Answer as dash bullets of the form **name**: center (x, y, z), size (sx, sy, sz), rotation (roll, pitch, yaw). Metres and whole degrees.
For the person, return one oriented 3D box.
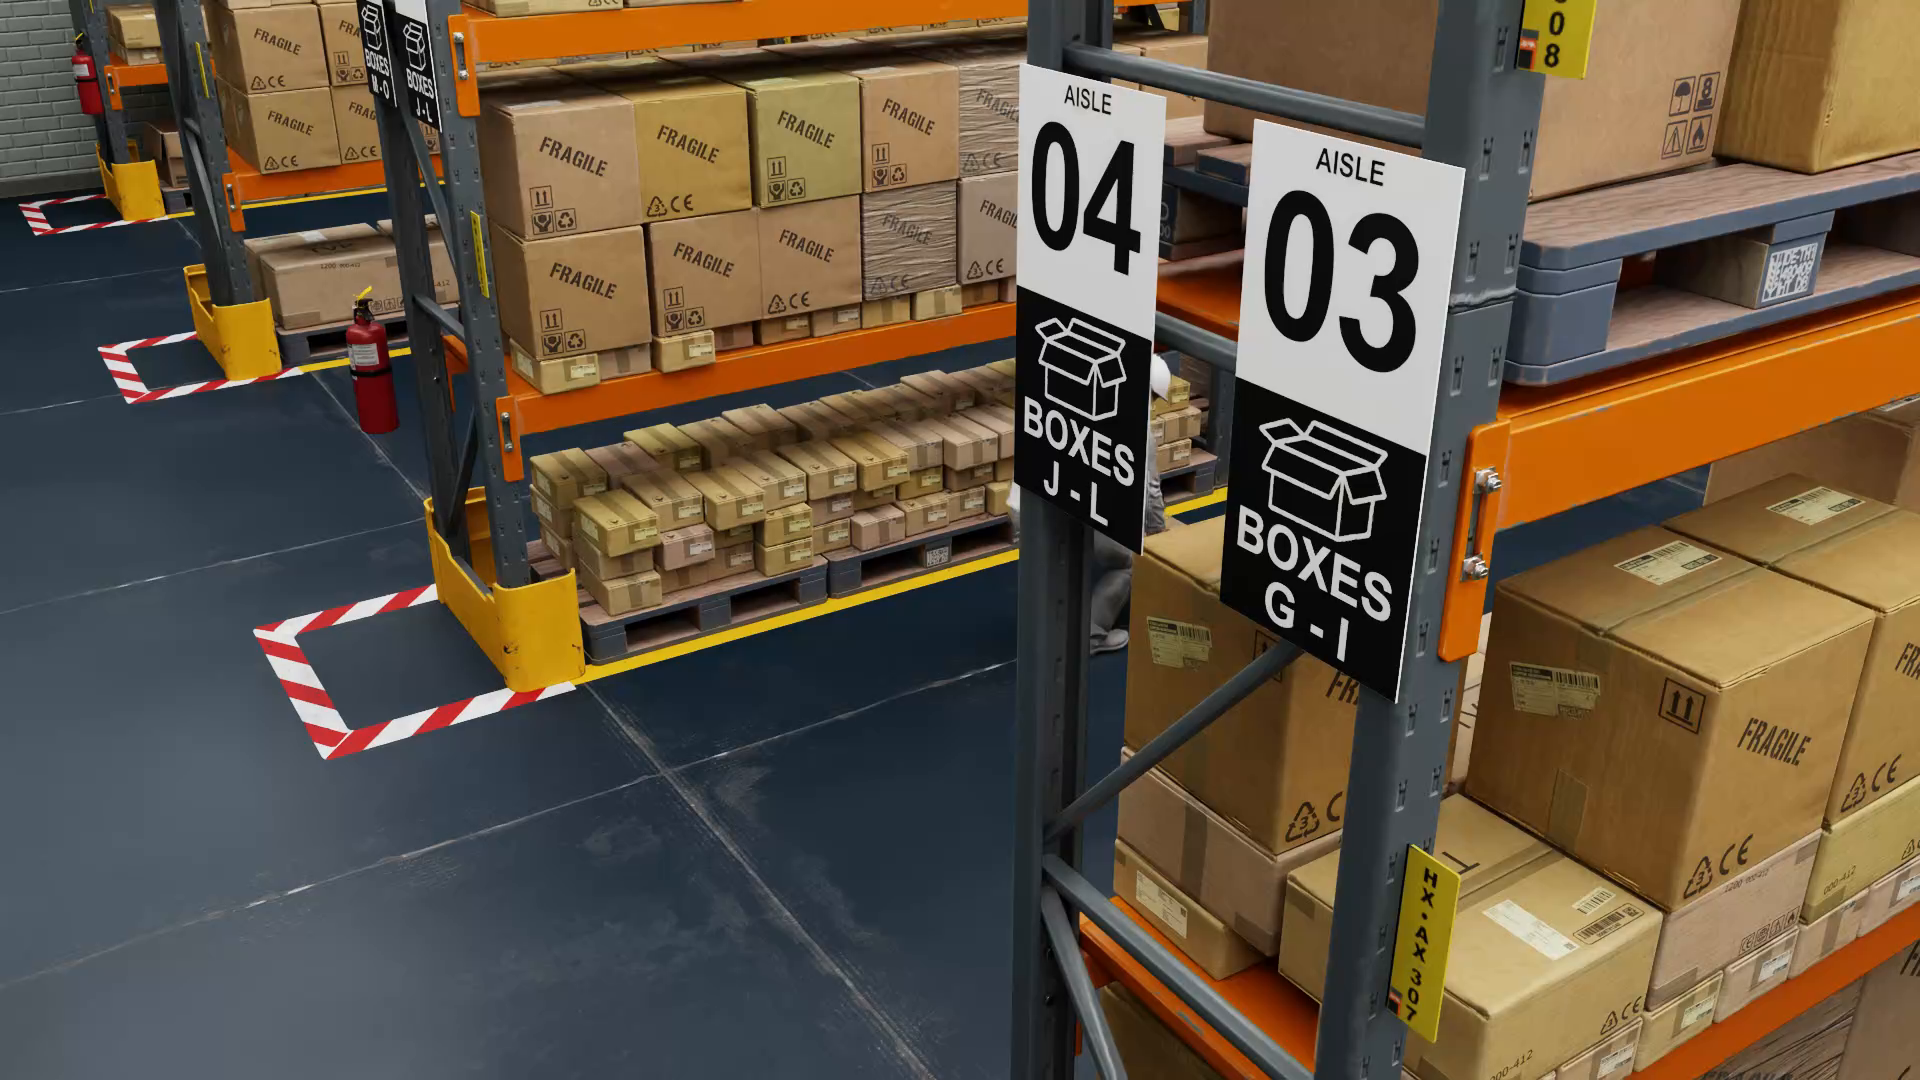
- **person**: center (0.588, -0.163, 7.486), size (0.820, 1.304, 0.586), rotation (-15, 29, -30)
